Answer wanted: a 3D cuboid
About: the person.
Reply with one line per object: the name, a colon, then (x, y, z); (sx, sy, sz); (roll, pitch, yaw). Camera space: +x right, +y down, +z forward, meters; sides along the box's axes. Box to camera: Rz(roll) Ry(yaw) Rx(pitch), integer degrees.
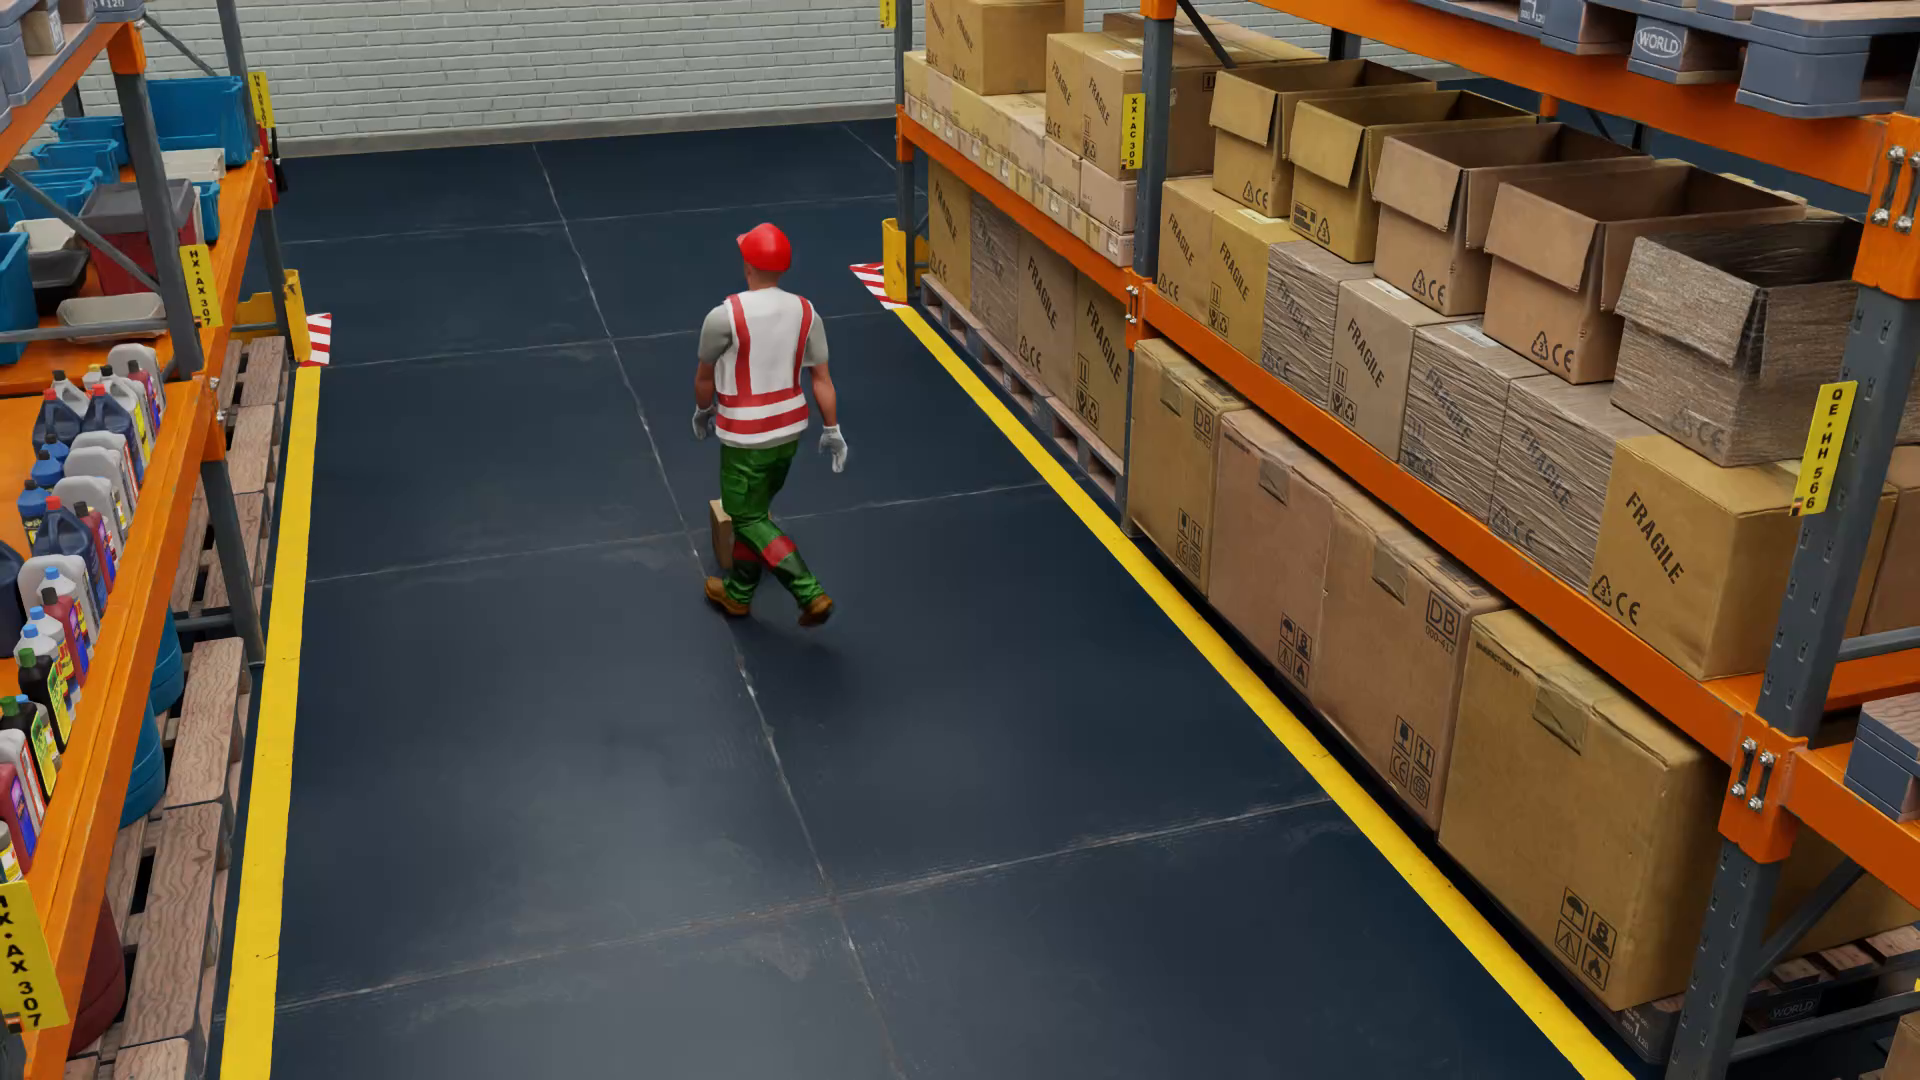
person: (-0.773, -0.449, 7.007); (0.543, 1.761, 0.851); (-22, 34, -38)
